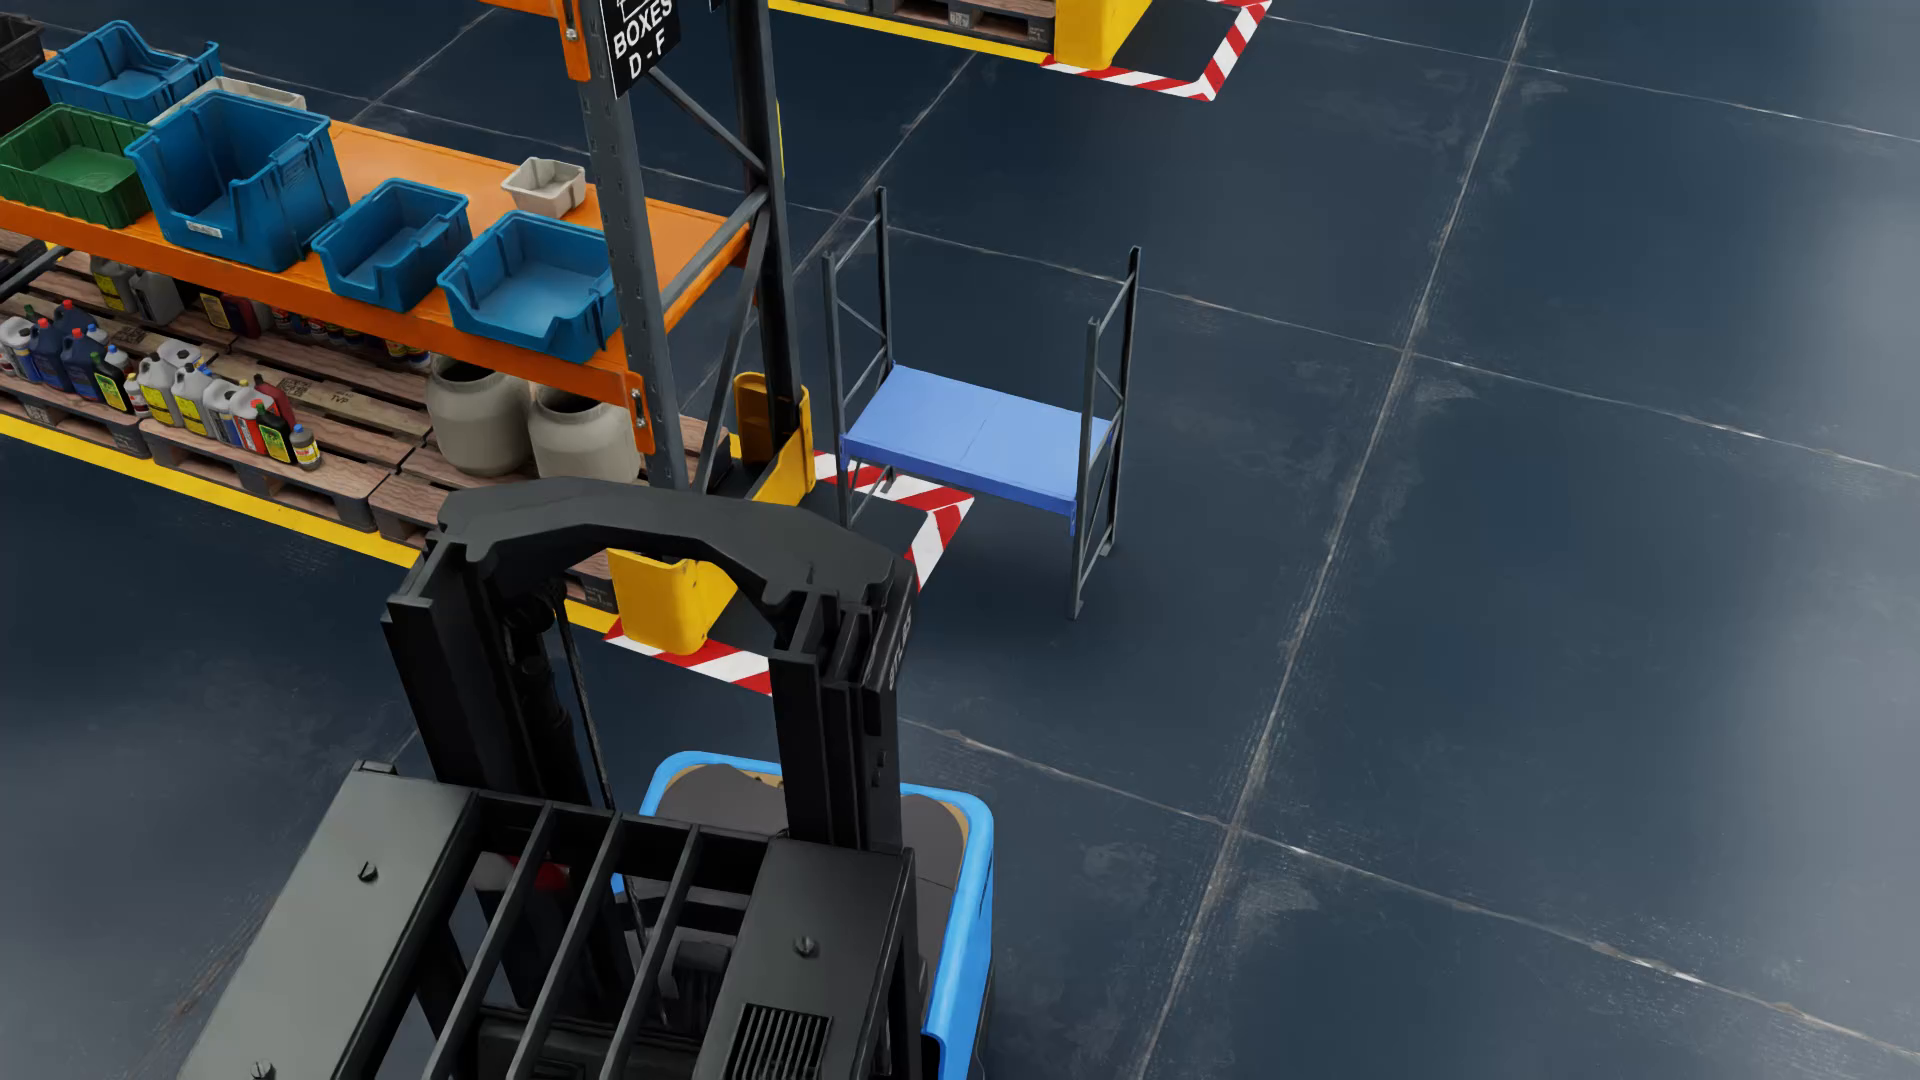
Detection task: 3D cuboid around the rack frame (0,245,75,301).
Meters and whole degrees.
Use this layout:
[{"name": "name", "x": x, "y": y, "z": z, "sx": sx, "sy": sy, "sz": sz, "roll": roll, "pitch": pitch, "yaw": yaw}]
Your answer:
[{"name": "rack frame", "x": -4.603, "y": -2.111, "z": 7.084, "sx": 0.127, "sy": 3.000, "sz": 1.000, "roll": 16, "pitch": 47, "yaw": 16}]

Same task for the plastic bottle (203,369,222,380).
[{"name": "plastic bottle", "x": -3.273, "y": -0.659, "z": 7.297, "sx": 0.097, "sy": 0.201, "sz": 0.097, "roll": 0, "pitch": 45, "yaw": 0}]

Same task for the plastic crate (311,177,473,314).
[{"name": "plastic crate", "x": -2.086, "y": -1.093, "z": 6.166, "sx": 0.408, "sy": 0.251, "sz": 0.499, "roll": 16, "pitch": 47, "yaw": 16}]

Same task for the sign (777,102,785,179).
[{"name": "sign", "x": -0.695, "y": -1.480, "z": 6.253, "sx": 0.005, "sy": 0.325, "sz": 0.100, "roll": 16, "pitch": 47, "yaw": 16}]

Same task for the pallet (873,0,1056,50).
[{"name": "pallet", "x": 0.189, "y": -3.525, "z": 10.482, "sx": 1.213, "sy": 0.211, "sz": 1.003, "roll": 16, "pitch": 47, "yaw": 16}]

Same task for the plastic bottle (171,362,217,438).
[{"name": "plastic bottle", "x": -3.280, "y": -0.621, "z": 7.153, "sx": 0.185, "sy": 0.351, "sz": 0.144, "roll": 18, "pitch": 48, "yaw": 17}]

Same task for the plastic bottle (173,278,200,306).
[{"name": "plastic bottle", "x": -3.721, "y": -1.289, "z": 7.823, "sx": 0.185, "sy": 0.351, "sz": 0.144, "roll": 14, "pitch": 47, "yaw": 14}]

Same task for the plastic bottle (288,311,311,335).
[{"name": "plastic bottle", "x": -3.060, "y": -1.084, "z": 7.674, "sx": 0.097, "sy": 0.271, "sz": 0.097, "roll": 0, "pitch": 45, "yaw": 0}]

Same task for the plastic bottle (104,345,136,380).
[{"name": "plastic bottle", "x": -3.693, "y": -0.744, "z": 7.332, "sx": 0.097, "sy": 0.271, "sz": 0.097, "roll": 0, "pitch": 45, "yaw": 0}]

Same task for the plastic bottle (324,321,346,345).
[{"name": "plastic bottle", "x": -2.873, "y": -1.029, "z": 7.619, "sx": 0.097, "sy": 0.271, "sz": 0.097, "roll": 0, "pitch": 45, "yaw": 0}]

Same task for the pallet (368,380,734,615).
[{"name": "pallet", "x": -1.747, "y": -0.250, "z": 7.191, "sx": 1.213, "sy": 0.211, "sz": 1.003, "roll": 16, "pitch": 47, "yaw": 16}]

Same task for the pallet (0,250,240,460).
[{"name": "pallet", "x": -3.999, "y": -0.913, "z": 7.857, "sx": 1.213, "sy": 0.211, "sz": 1.003, "roll": 16, "pitch": 47, "yaw": 16}]

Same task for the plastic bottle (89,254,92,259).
[{"name": "plastic bottle", "x": -4.148, "y": -1.379, "z": 8.021, "sx": 0.097, "sy": 0.201, "sz": 0.097, "roll": 0, "pitch": 45, "yaw": 0}]

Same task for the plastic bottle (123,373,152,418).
[{"name": "plastic bottle", "x": -3.591, "y": -0.642, "z": 7.280, "sx": 0.097, "sy": 0.201, "sz": 0.097, "roll": 0, "pitch": 45, "yaw": 0}]

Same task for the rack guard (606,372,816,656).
[{"name": "rack guard", "x": -1.000, "y": -0.129, "z": 6.864, "sx": 0.348, "sy": 0.500, "sz": 1.175, "roll": 16, "pitch": 47, "yaw": 16}]

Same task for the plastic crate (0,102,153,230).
[{"name": "plastic crate", "x": -3.459, "y": -1.483, "z": 6.603, "sx": 0.662, "sy": 0.188, "sz": 0.450, "roll": 16, "pitch": 47, "yaw": 16}]

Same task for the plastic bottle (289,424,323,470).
[{"name": "plastic bottle", "x": -2.775, "y": -0.402, "z": 7.038, "sx": 0.097, "sy": 0.201, "sz": 0.097, "roll": 0, "pitch": 45, "yaw": 0}]

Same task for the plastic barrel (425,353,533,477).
[{"name": "plastic barrel", "x": -2.011, "y": -0.557, "z": 6.988, "sx": 0.421, "sy": 0.512, "sz": 0.421, "roll": 0, "pitch": 45, "yaw": 0}]

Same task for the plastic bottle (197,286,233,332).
[{"name": "plastic bottle", "x": -3.438, "y": -1.103, "z": 7.685, "sx": 0.133, "sy": 0.283, "sz": 0.061, "roll": 16, "pitch": 47, "yaw": 16}]

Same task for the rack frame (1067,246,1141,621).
[{"name": "rack frame", "x": 0.548, "y": -0.370, "z": 6.398, "sx": 0.032, "sy": 1.500, "sz": 0.500, "roll": 16, "pitch": 47, "yaw": 16}]

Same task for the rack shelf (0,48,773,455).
[{"name": "rack shelf", "x": -2.757, "y": -1.313, "z": 6.792, "sx": 4.000, "sy": 0.370, "sz": 1.077, "roll": 16, "pitch": 47, "yaw": 16}]

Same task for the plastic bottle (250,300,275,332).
[{"name": "plastic bottle", "x": -3.274, "y": -1.128, "z": 7.715, "sx": 0.135, "sy": 0.276, "sz": 0.152, "roll": 17, "pitch": 47, "yaw": 17}]

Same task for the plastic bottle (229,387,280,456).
[{"name": "plastic bottle", "x": -2.997, "y": -0.515, "z": 7.099, "sx": 0.135, "sy": 0.276, "sz": 0.152, "roll": 17, "pitch": 47, "yaw": 16}]

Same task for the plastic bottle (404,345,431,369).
[{"name": "plastic bottle", "x": -2.465, "y": -0.909, "z": 7.498, "sx": 0.097, "sy": 0.271, "sz": 0.097, "roll": 0, "pitch": 45, "yaw": 0}]

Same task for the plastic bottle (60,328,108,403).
[{"name": "plastic bottle", "x": -3.844, "y": -0.787, "z": 7.320, "sx": 0.185, "sy": 0.351, "sz": 0.144, "roll": 15, "pitch": 47, "yaw": 14}]

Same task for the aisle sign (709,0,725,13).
[{"name": "aisle sign", "x": -0.732, "y": -2.117, "z": 5.247, "sx": 0.004, "sy": 0.787, "sz": 0.394, "roll": 16, "pitch": 47, "yaw": 16}]

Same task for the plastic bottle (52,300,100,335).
[{"name": "plastic bottle", "x": -3.962, "y": -0.932, "z": 7.466, "sx": 0.185, "sy": 0.351, "sz": 0.144, "roll": 16, "pitch": 47, "yaw": 16}]

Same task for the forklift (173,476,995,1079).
[{"name": "forklift", "x": -0.670, "y": 1.424, "z": 3.580, "sx": 1.130, "sy": 2.935, "sz": 3.031, "roll": 8, "pitch": 45, "yaw": 8}]

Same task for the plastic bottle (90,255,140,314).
[{"name": "plastic bottle", "x": -3.953, "y": -1.247, "z": 7.781, "sx": 0.185, "sy": 0.351, "sz": 0.144, "roll": 16, "pitch": 47, "yaw": 16}]

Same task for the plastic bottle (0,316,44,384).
[{"name": "plastic bottle", "x": -4.169, "y": -0.860, "z": 7.445, "sx": 0.135, "sy": 0.276, "sz": 0.152, "roll": 18, "pitch": 48, "yaw": 17}]

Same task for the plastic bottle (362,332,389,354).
[{"name": "plastic bottle", "x": -2.667, "y": -0.986, "z": 7.568, "sx": 0.133, "sy": 0.283, "sz": 0.061, "roll": 17, "pitch": 47, "yaw": 16}]

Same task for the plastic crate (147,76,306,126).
[{"name": "plastic crate", "x": -3.007, "y": -1.741, "z": 6.899, "sx": 0.437, "sy": 0.136, "sz": 0.530, "roll": 16, "pitch": 47, "yaw": 16}]

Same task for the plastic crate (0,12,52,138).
[{"name": "plastic crate", "x": -4.169, "y": -1.864, "z": 6.880, "sx": 0.504, "sy": 0.338, "sz": 0.767, "roll": 16, "pitch": 47, "yaw": 16}]

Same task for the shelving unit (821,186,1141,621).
[{"name": "shelving unit", "x": 0.079, "y": -0.509, "z": 6.537, "sx": 1.048, "sy": 1.500, "sz": 0.538, "roll": 16, "pitch": 47, "yaw": 16}]

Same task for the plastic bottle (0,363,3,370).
[{"name": "plastic bottle", "x": -4.384, "y": -0.875, "z": 7.514, "sx": 0.097, "sy": 0.201, "sz": 0.097, "roll": 0, "pitch": 45, "yaw": 0}]
